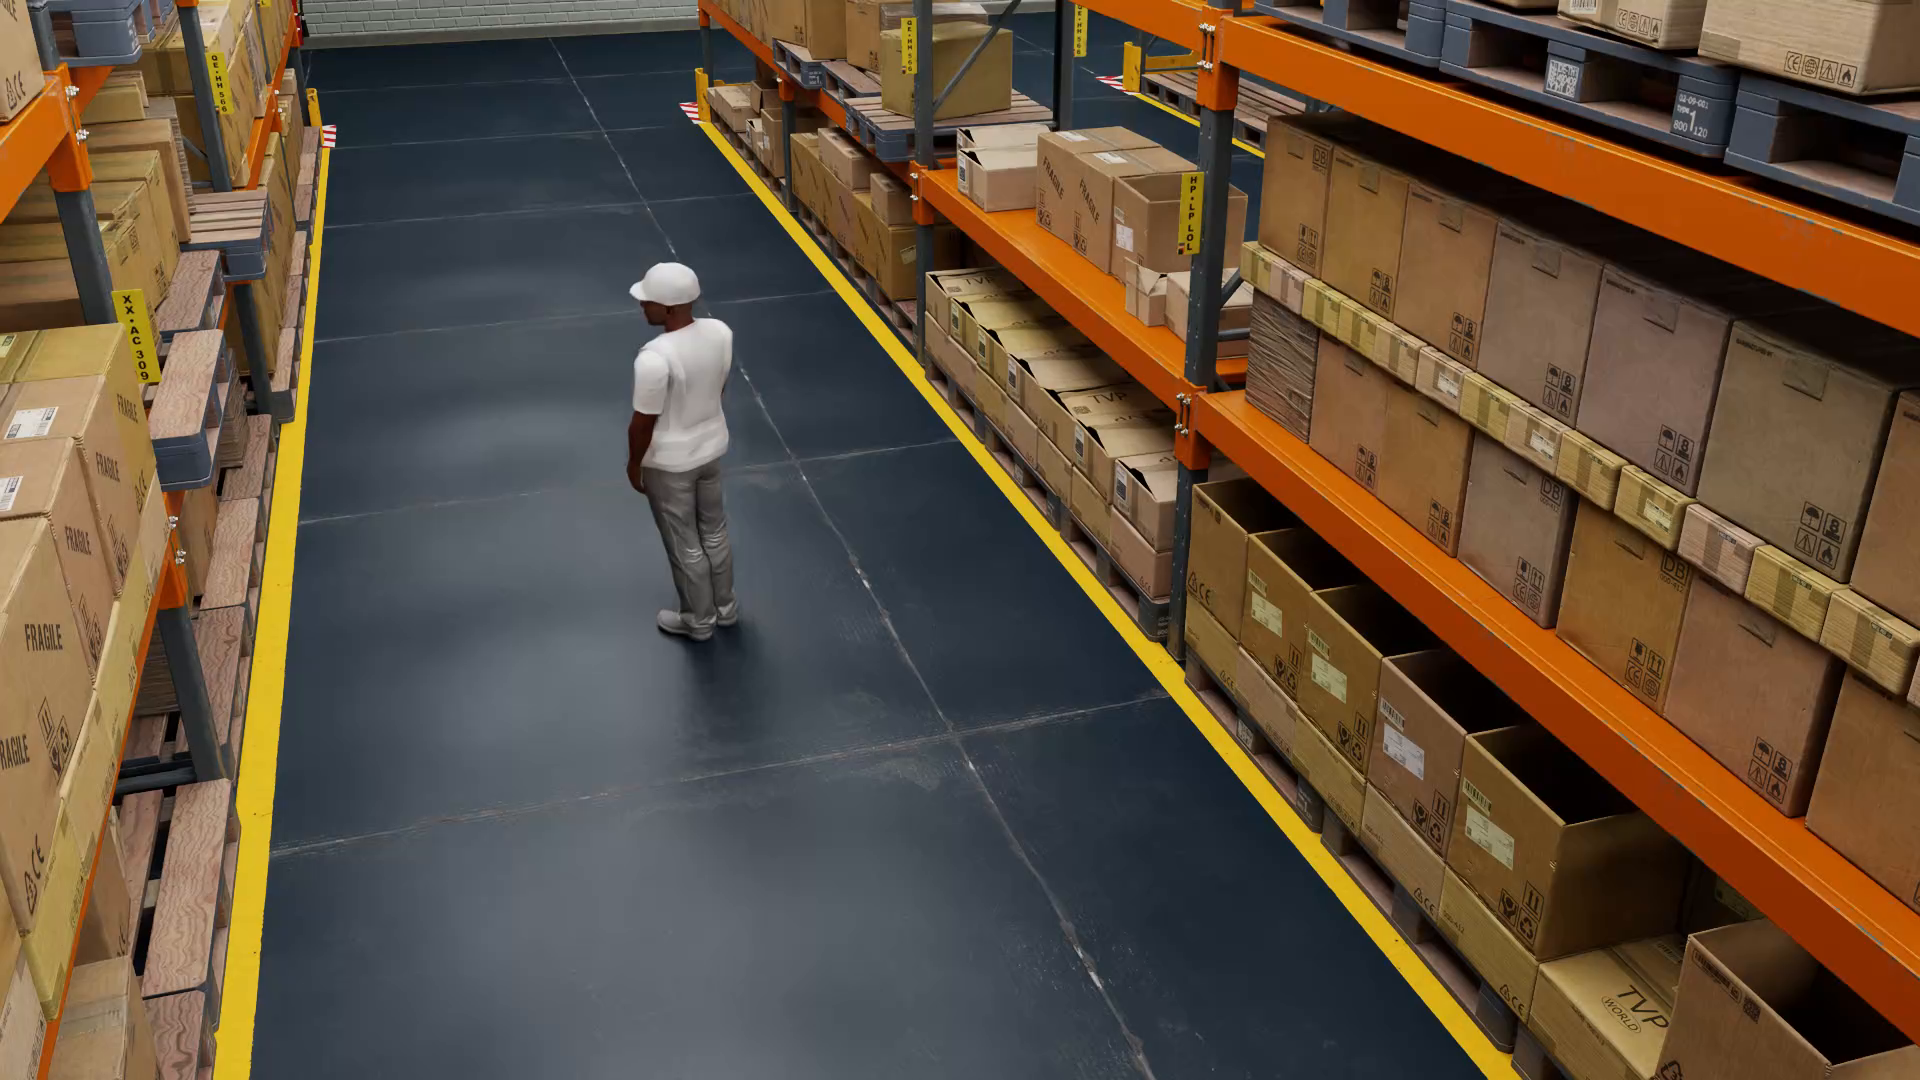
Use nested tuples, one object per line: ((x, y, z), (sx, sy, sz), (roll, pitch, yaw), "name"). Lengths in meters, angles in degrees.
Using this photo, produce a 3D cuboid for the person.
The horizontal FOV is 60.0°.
((-1.224, -0.386, 7.341), (0.431, 1.768, 0.618), (18, 31, 32), "person")
